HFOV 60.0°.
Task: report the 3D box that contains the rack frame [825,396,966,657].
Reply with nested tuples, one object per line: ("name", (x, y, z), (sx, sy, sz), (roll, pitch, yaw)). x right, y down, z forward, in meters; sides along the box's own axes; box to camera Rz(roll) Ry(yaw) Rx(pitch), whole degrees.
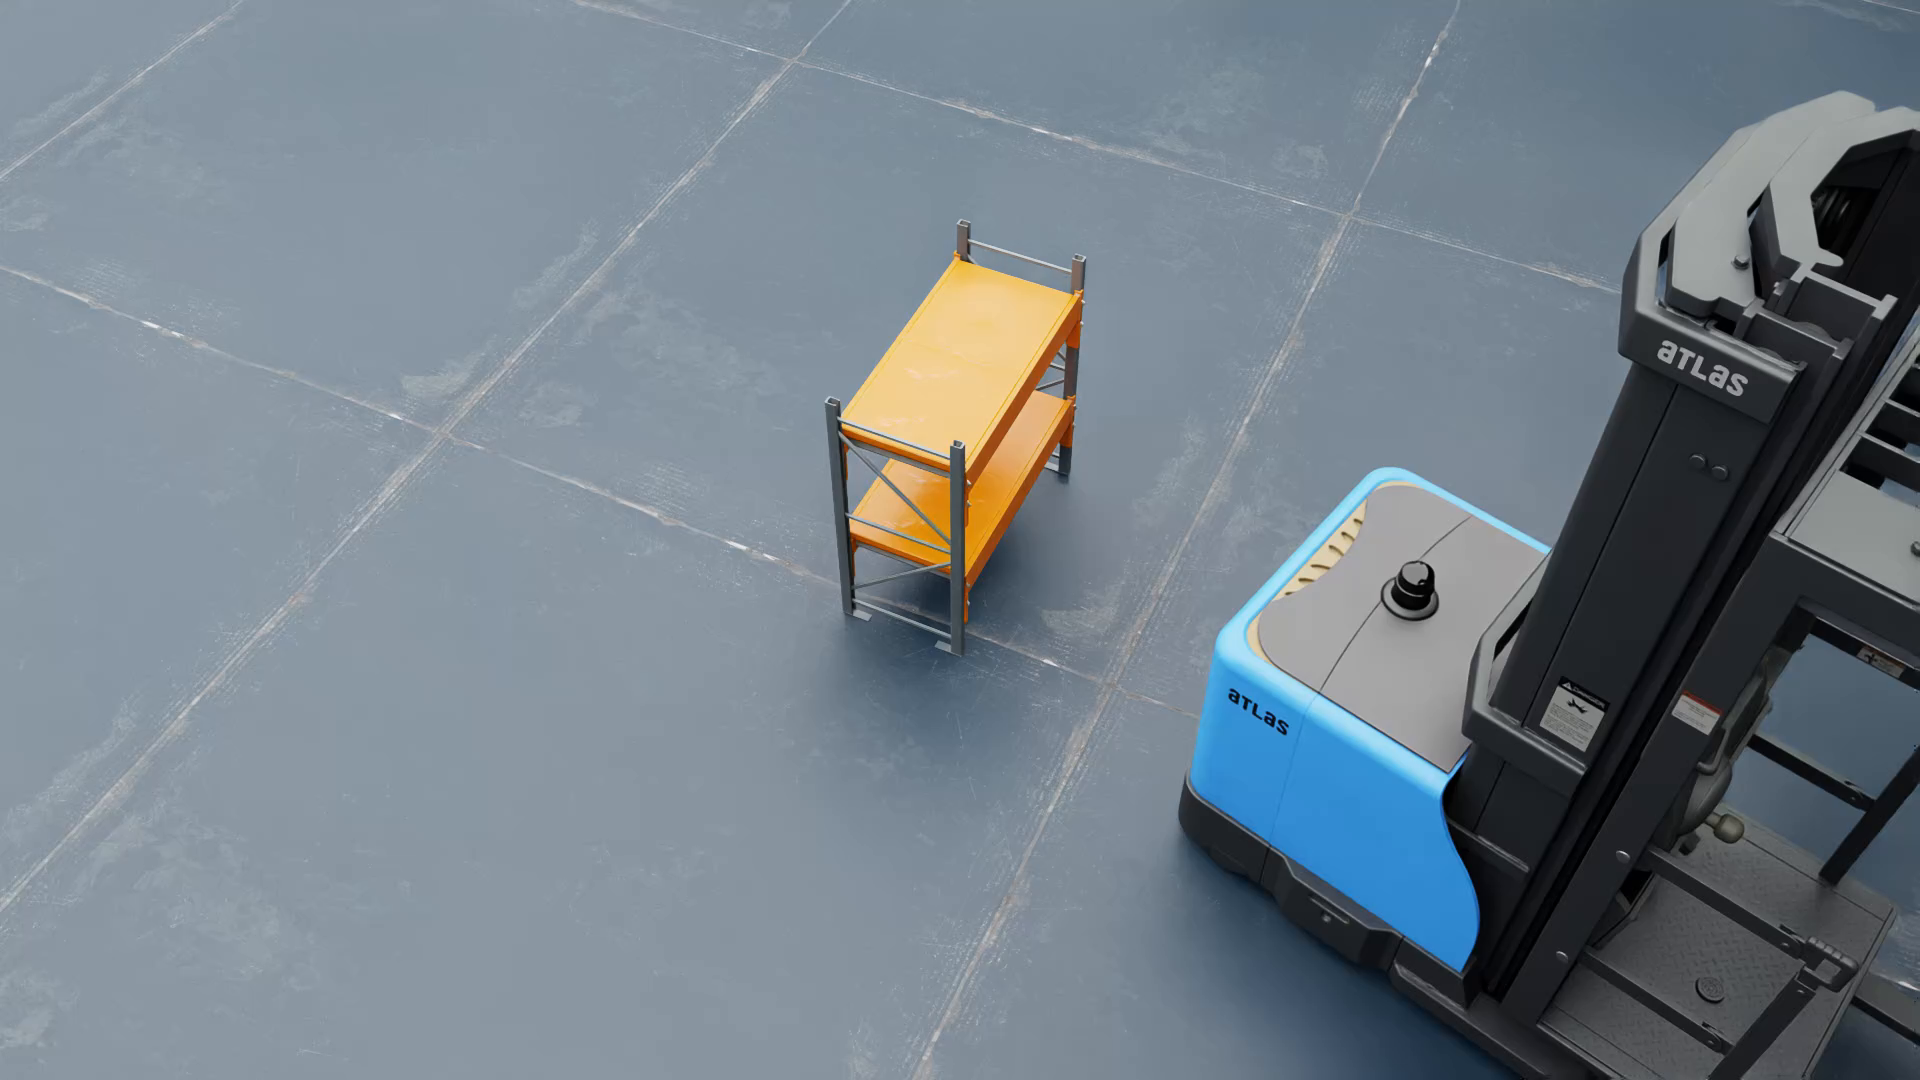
("rack frame", (-0.214, -0.019, 5.843), (0.500, 1.125, 0.032), (20, 52, 16))

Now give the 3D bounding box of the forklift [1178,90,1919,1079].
("forklift", (2.193, 0.492, 4.222), (3.031, 2.935, 1.130), (33, 57, 25))

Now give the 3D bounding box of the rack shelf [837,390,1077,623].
("rack shelf", (0.003, -0.211, 6.327), (0.538, 0.278, 1.000), (20, 52, 16))

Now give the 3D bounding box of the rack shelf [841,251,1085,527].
("rack shelf", (0.003, -0.559, 5.918), (0.538, 0.278, 1.000), (20, 52, 16))

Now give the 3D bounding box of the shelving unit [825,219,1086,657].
("shelving unit", (0.003, -0.369, 6.141), (0.538, 1.125, 1.048), (20, 52, 16))

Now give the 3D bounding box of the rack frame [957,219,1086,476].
("rack frame", (0.220, -0.719, 6.439), (0.500, 1.125, 0.032), (20, 52, 16))
